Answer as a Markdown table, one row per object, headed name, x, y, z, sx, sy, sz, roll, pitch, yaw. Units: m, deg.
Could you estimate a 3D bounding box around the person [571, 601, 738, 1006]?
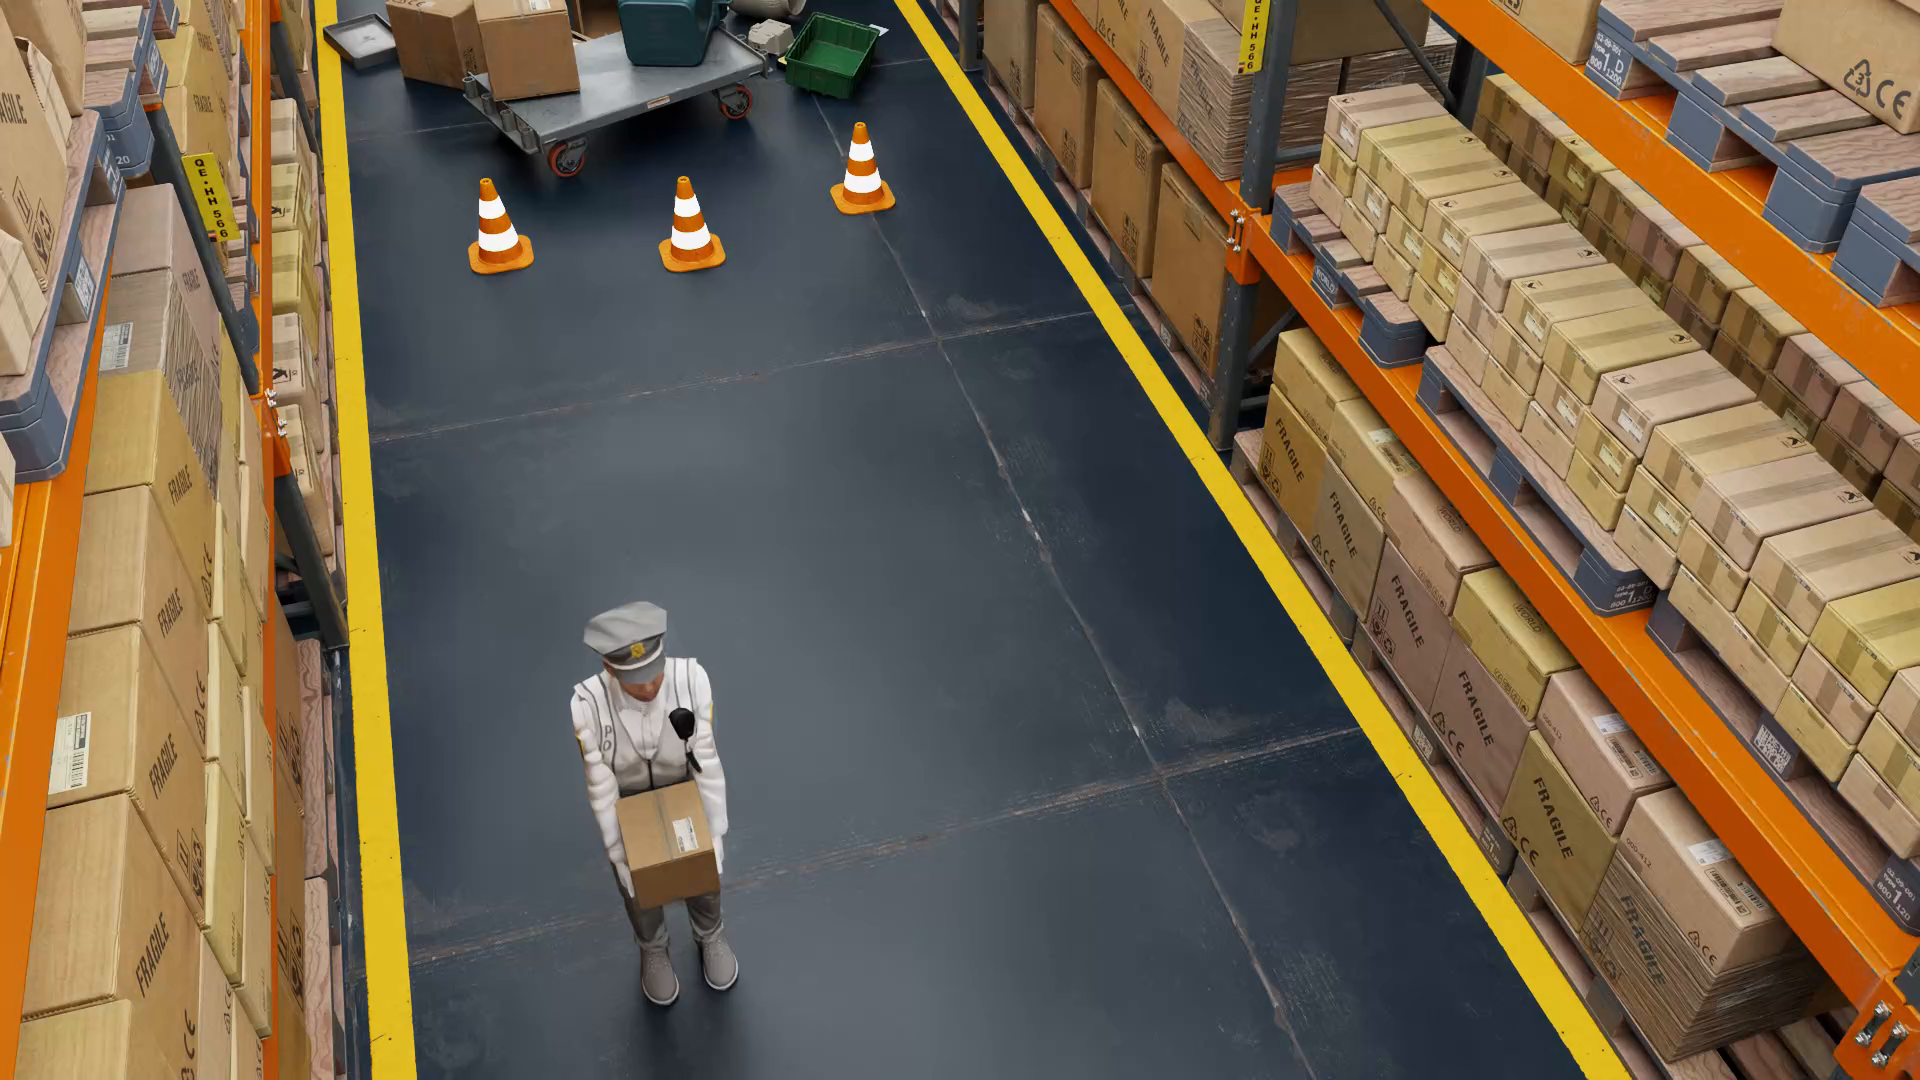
| name | x | y | z | sx | sy | sz | roll | pitch | yaw |
| --- | --- | --- | --- | --- | --- | --- | --- | --- | --- |
| person | -0.929 | 0.864 | 5.215 | 0.416 | 1.675 | 0.530 | -13 | 44 | -14 |
